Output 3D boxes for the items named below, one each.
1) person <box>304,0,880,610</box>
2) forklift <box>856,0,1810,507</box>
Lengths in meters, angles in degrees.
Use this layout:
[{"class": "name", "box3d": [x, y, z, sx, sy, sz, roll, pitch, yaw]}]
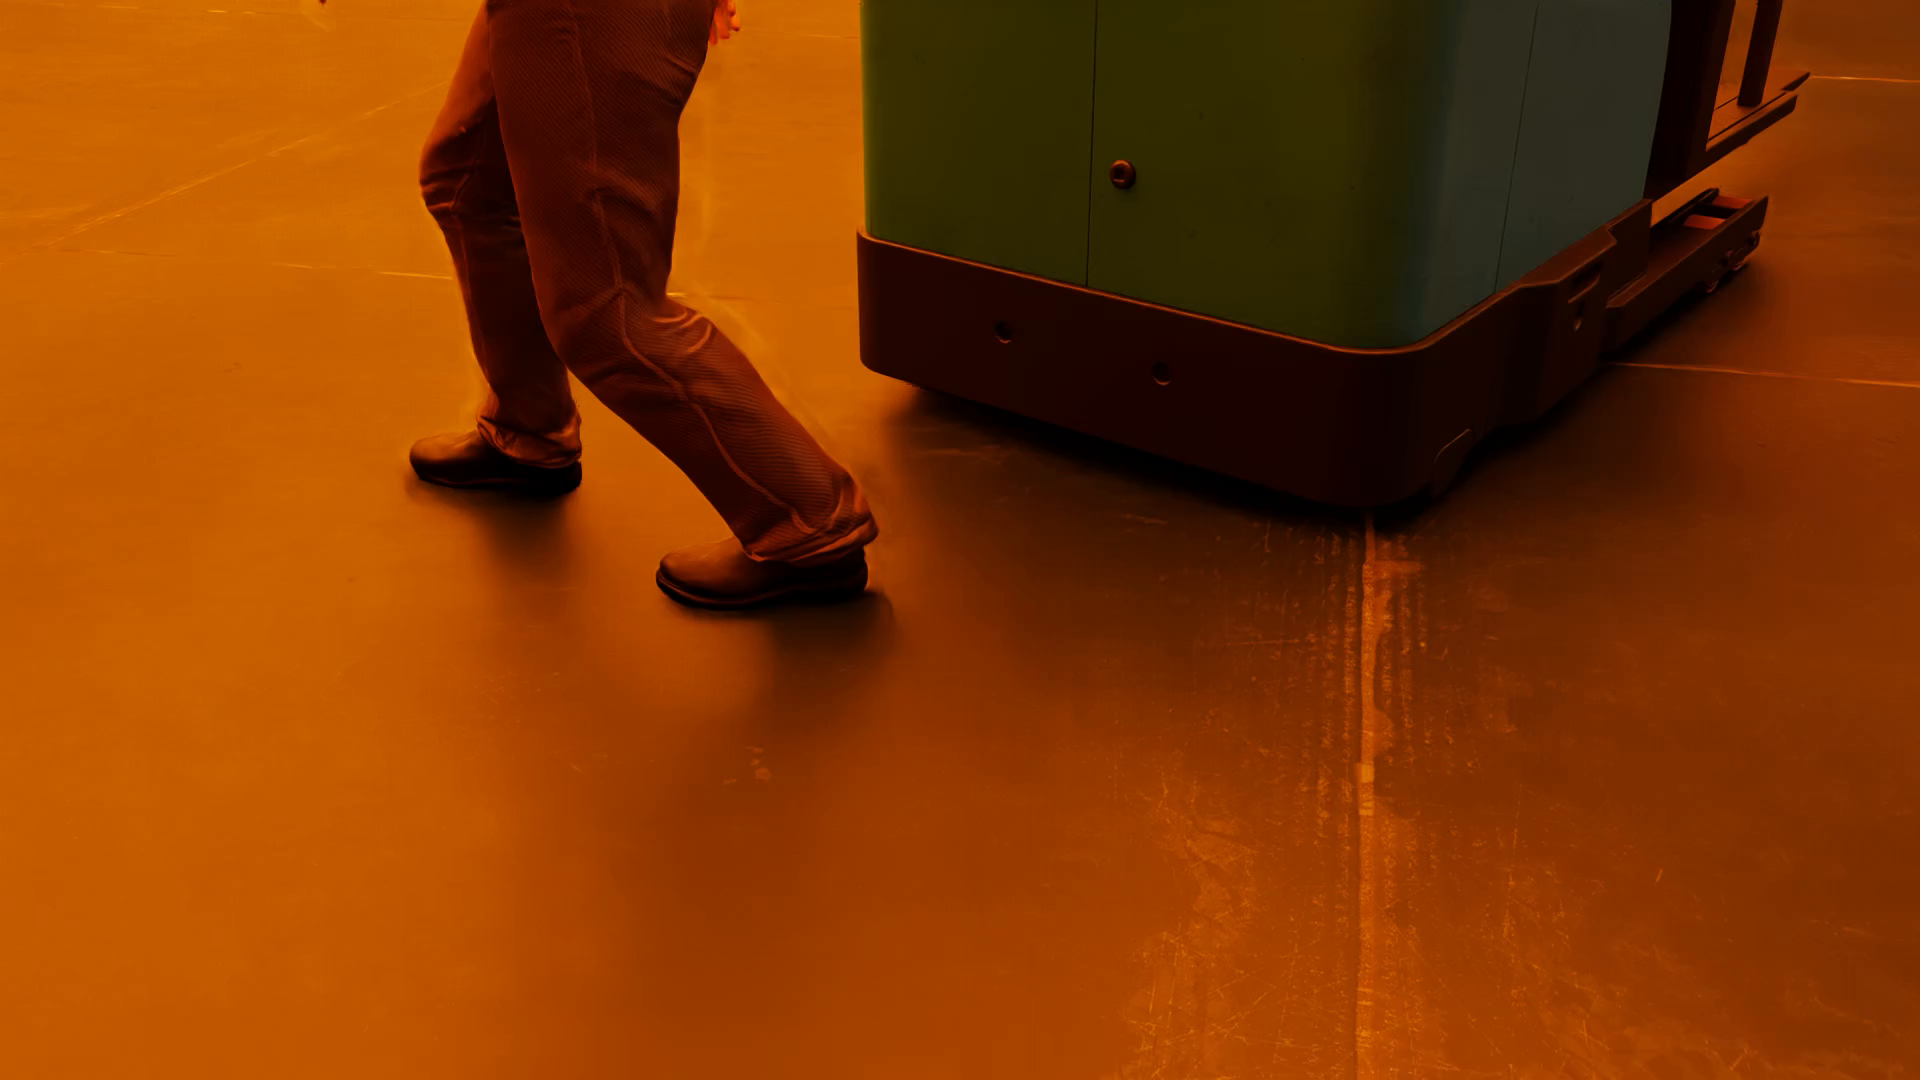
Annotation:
[{"class": "person", "box3d": [-0.506, -0.752, 2.187, 0.785, 1.637, 0.695, 0, 27, 0]}, {"class": "forklift", "box3d": [1.125, -1.955, 3.121, 1.130, 2.935, 3.031, 19, 33, 33]}]
